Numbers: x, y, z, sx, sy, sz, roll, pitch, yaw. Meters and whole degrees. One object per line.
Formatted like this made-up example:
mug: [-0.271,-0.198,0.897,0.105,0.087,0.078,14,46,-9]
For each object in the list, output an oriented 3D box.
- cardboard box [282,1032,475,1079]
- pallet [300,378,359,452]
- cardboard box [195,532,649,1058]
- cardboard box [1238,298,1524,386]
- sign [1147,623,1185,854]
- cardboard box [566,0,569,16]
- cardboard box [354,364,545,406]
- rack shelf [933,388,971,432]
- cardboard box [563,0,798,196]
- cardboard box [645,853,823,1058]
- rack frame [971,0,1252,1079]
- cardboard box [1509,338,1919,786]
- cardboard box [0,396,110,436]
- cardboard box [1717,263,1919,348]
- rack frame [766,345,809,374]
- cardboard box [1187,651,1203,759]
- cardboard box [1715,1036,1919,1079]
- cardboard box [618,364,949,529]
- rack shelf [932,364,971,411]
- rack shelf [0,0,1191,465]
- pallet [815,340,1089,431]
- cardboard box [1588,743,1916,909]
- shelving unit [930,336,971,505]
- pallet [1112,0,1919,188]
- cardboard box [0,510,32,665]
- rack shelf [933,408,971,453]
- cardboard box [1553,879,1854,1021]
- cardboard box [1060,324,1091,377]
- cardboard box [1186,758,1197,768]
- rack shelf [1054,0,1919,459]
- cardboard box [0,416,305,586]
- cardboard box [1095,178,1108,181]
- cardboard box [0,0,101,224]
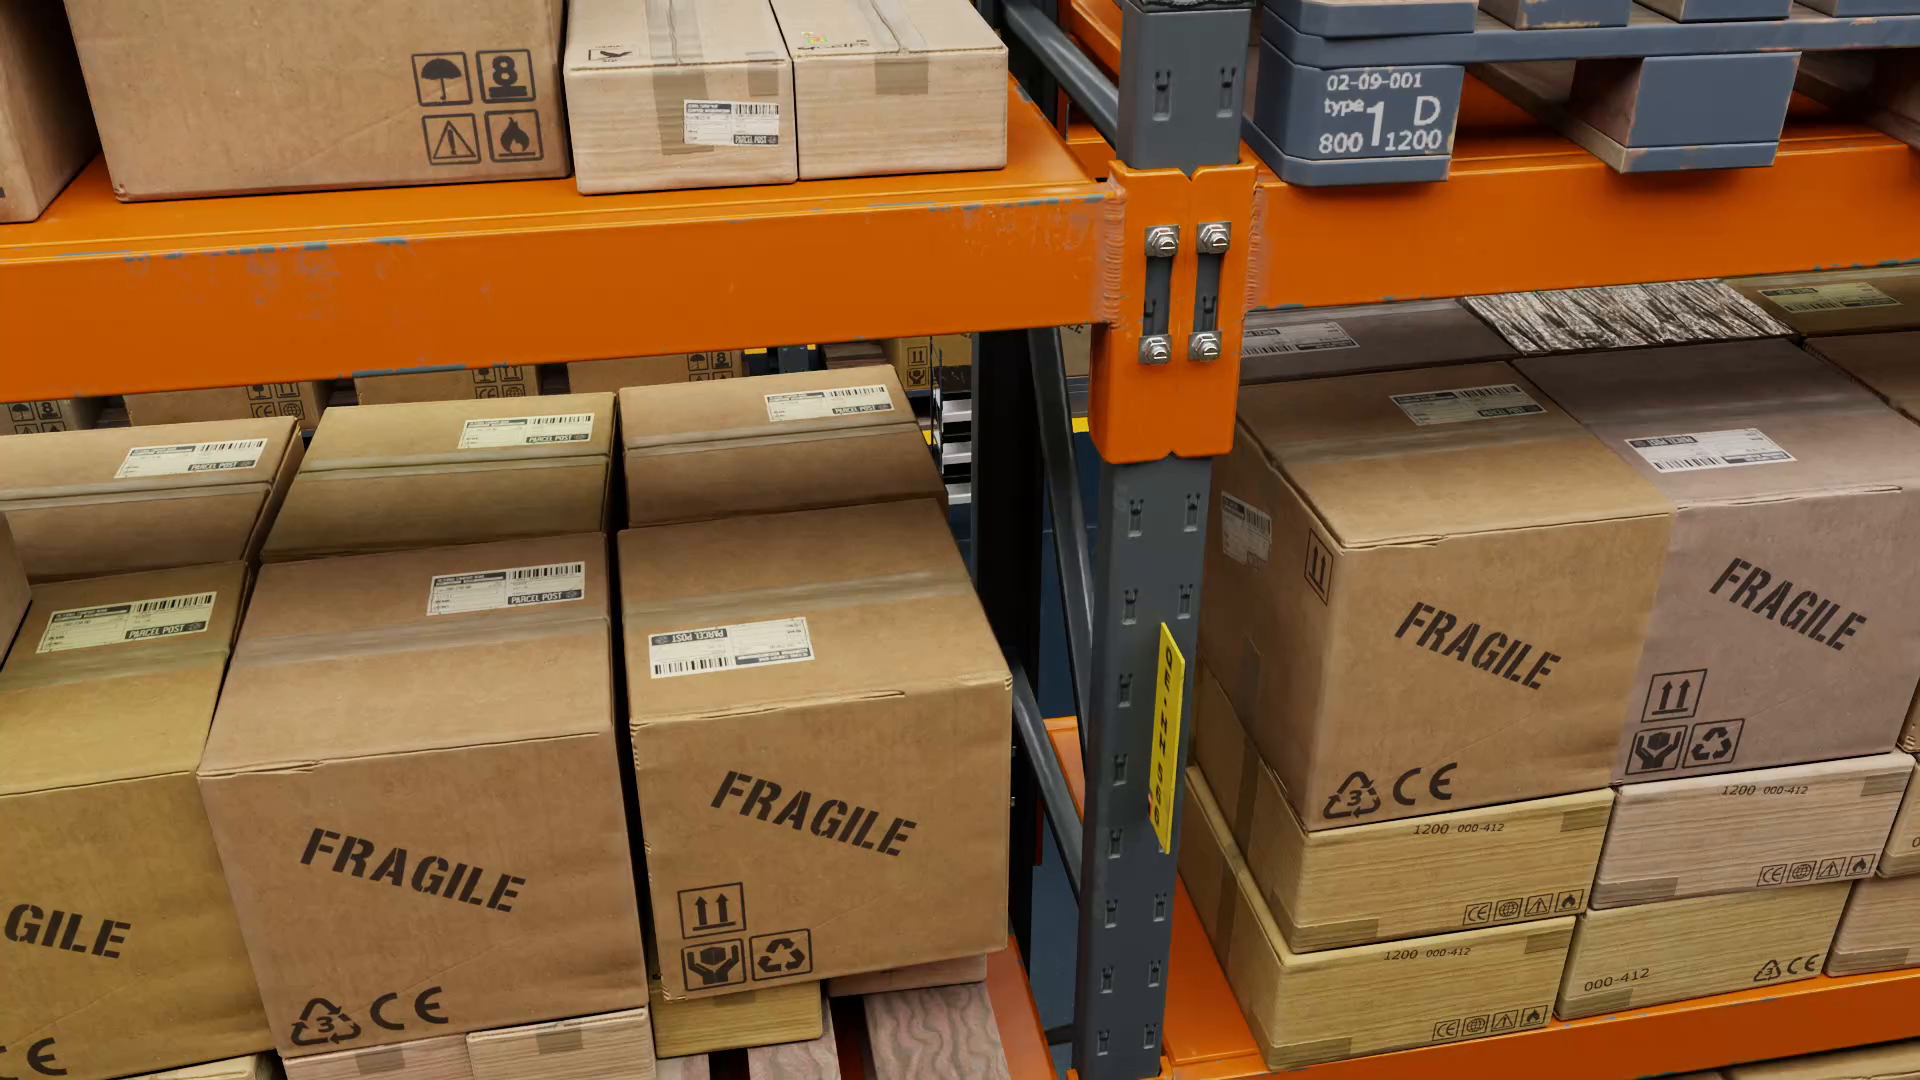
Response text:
cardboard box: [-0.848,0.667,2.490,0.250,0.149,0.380,-7,31,-11]
pallet: [-2.806,-0.645,7.639,1.213,0.211,1.003,-5,31,-9]
cardboard box: [-0.732,0.348,2.393,0.500,0.500,0.500,-6,31,-10]
cardboard box: [0.633,-0.184,3.019,0.500,0.500,0.500,-6,31,-10]
sign: [0.278,0.272,2.264,0.005,0.325,0.100,-5,31,-9]
cardboard box: [-0.420,-0.800,2.325,0.258,0.266,0.396,-5,31,-9]
cardboard box: [-2.294,-1.110,7.484,0.750,0.750,1.050,-5,31,-8]
rack shelf: [0.008,-0.515,6.449,0.200,0.077,0.258,-5,31,-9]
cardboard box: [-0.344,-0.557,2.027,0.250,0.149,0.380,-5,31,-9]
cardboard box: [-0.359,0.602,2.600,0.250,0.149,0.380,-5,31,-8]
rack frame: [0.171,0.467,2.996,0.127,3.000,1.000,-5,31,-9]
cardboard box: [1.187,0.020,2.671,0.500,0.500,0.500,-5,31,-9]
cardboard box: [-4.160,-0.939,7.193,0.750,0.750,1.050,-5,31,-9]
cardboard box: [1.626,-0.277,3.177,0.500,0.500,0.500,-5,31,-9]
rack frame: [-0.820,-1.991,7.177,0.127,3.000,1.000,-5,31,-9]
cardboard box: [0.602,0.146,3.198,0.500,0.250,0.500,-5,31,-9]
cardboard box: [1.744,1.101,3.600,0.875,0.875,0.875,-5,31,-8]
cardboard box: [-0.313,0.041,2.915,0.500,0.500,0.500,-6,31,-10]
rack shelf: [0.008,-0.593,6.403,0.200,0.077,0.258,-5,31,-9]
rack shelf: [-1.796,-0.333,2.107,4.000,0.370,1.077,-5,31,-9]
pallet: [-0.051,-0.860,8.004,1.213,0.211,1.003,-5,31,-9]
cardboard box: [1.223,0.347,2.856,0.500,0.250,0.500,-5,31,-8]
shelving unit: [0.008,-0.389,6.523,0.210,0.900,0.258,-5,31,-9]
pallet: [0.795,-0.829,2.428,1.003,0.211,1.213,-4,31,-7]
cardboard box: [-1.387,0.125,2.131,0.250,0.149,0.380,-7,31,-11]
rack shelf: [0.008,-0.437,6.494,0.200,0.077,0.258,-5,31,-9]
cardboard box: [1.200,0.557,2.991,0.500,0.250,0.500,-6,31,-10]
cardboard box: [0.416,-1.080,7.679,0.500,0.500,0.500,-5,31,-8]
cardboard box: [0.622,0.356,3.333,0.500,0.250,0.500,-6,31,-11]
rack shelf: [2.139,-0.698,2.728,4.000,0.370,1.077,-5,31,-9]
cardboard box: [-1.345,0.144,2.740,0.500,0.500,0.500,-5,31,-8]
cardboard box: [0.803,-1.701,7.996,0.500,0.250,0.500,-5,31,-8]
cardboard box: [-1.324,-0.717,1.948,0.637,0.503,0.797,-5,31,-9]
